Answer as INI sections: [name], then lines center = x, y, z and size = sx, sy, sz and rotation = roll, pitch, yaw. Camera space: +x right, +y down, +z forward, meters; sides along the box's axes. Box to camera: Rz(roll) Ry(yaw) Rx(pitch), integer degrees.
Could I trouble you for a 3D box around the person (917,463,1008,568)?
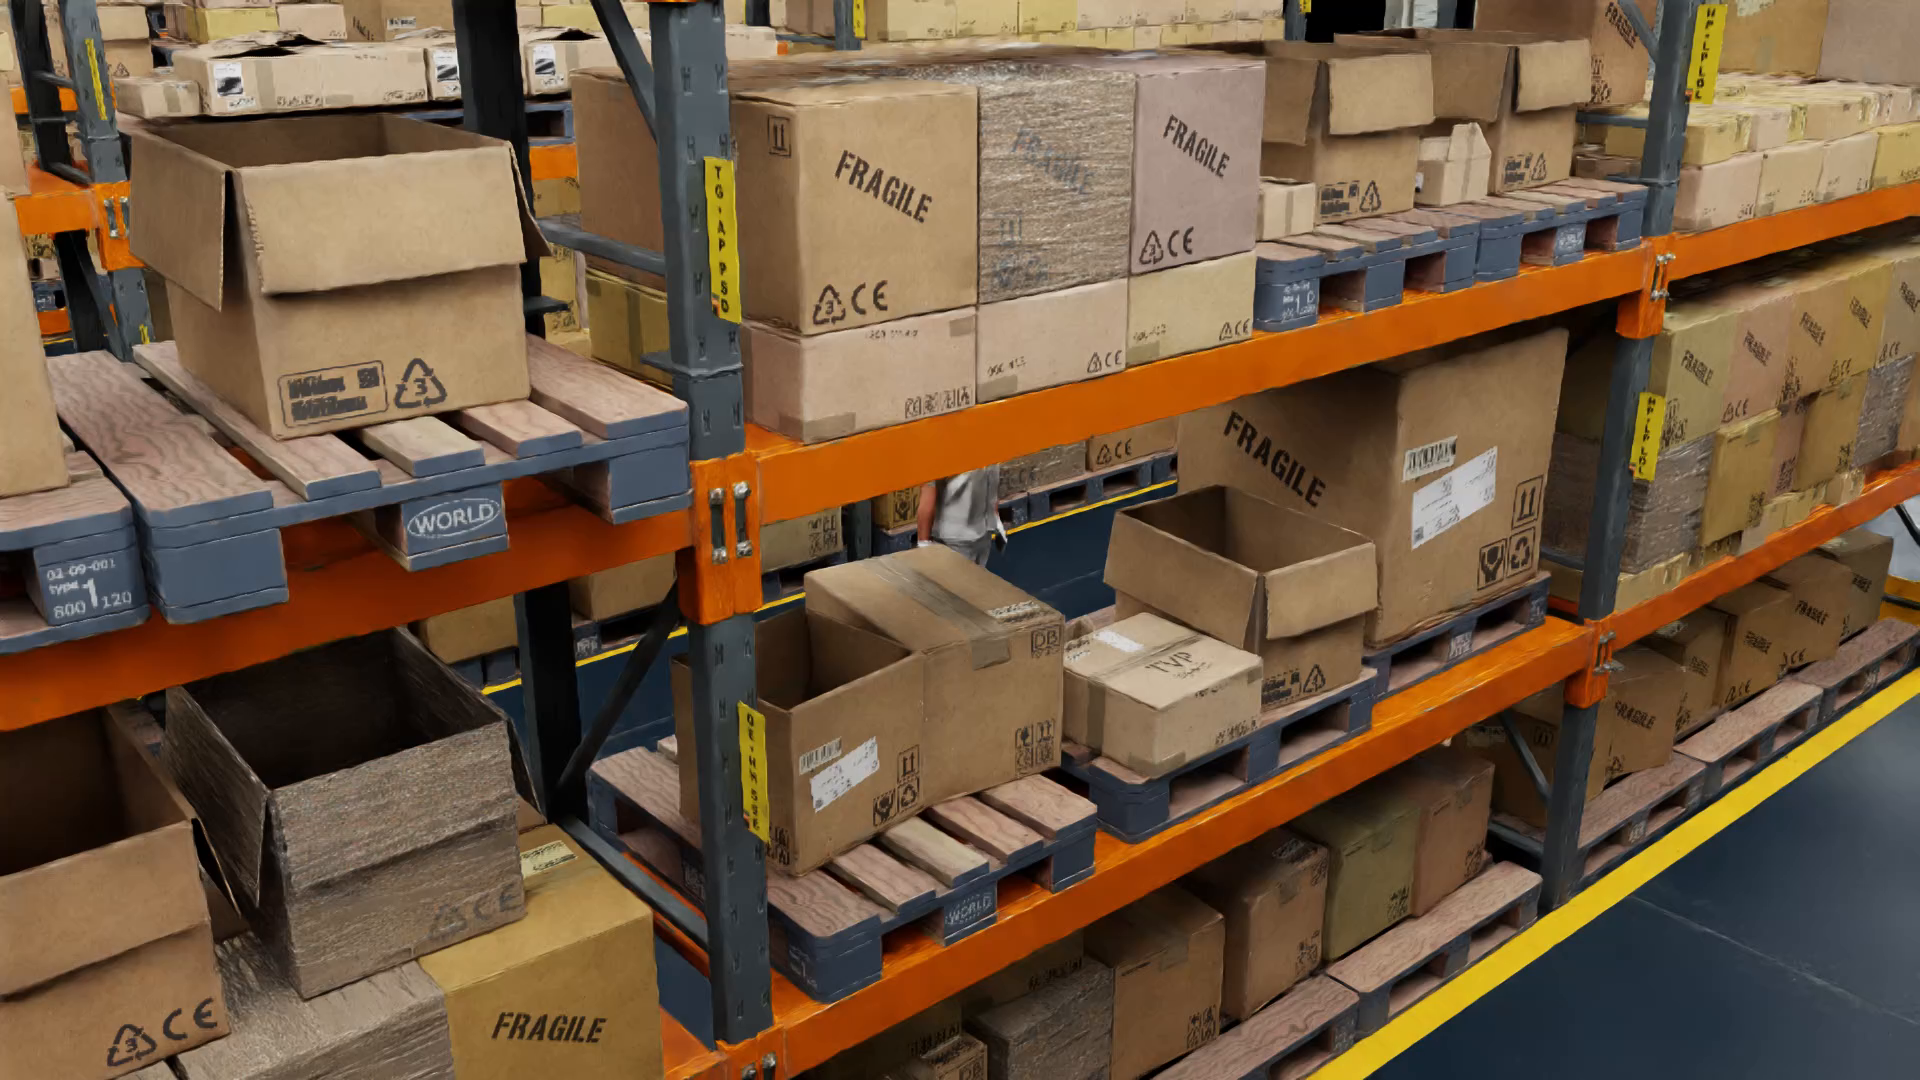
[person]
center = 0.009, -0.013, 8.580
size = 0.574, 1.793, 0.735
rotation = 11, 24, 28
